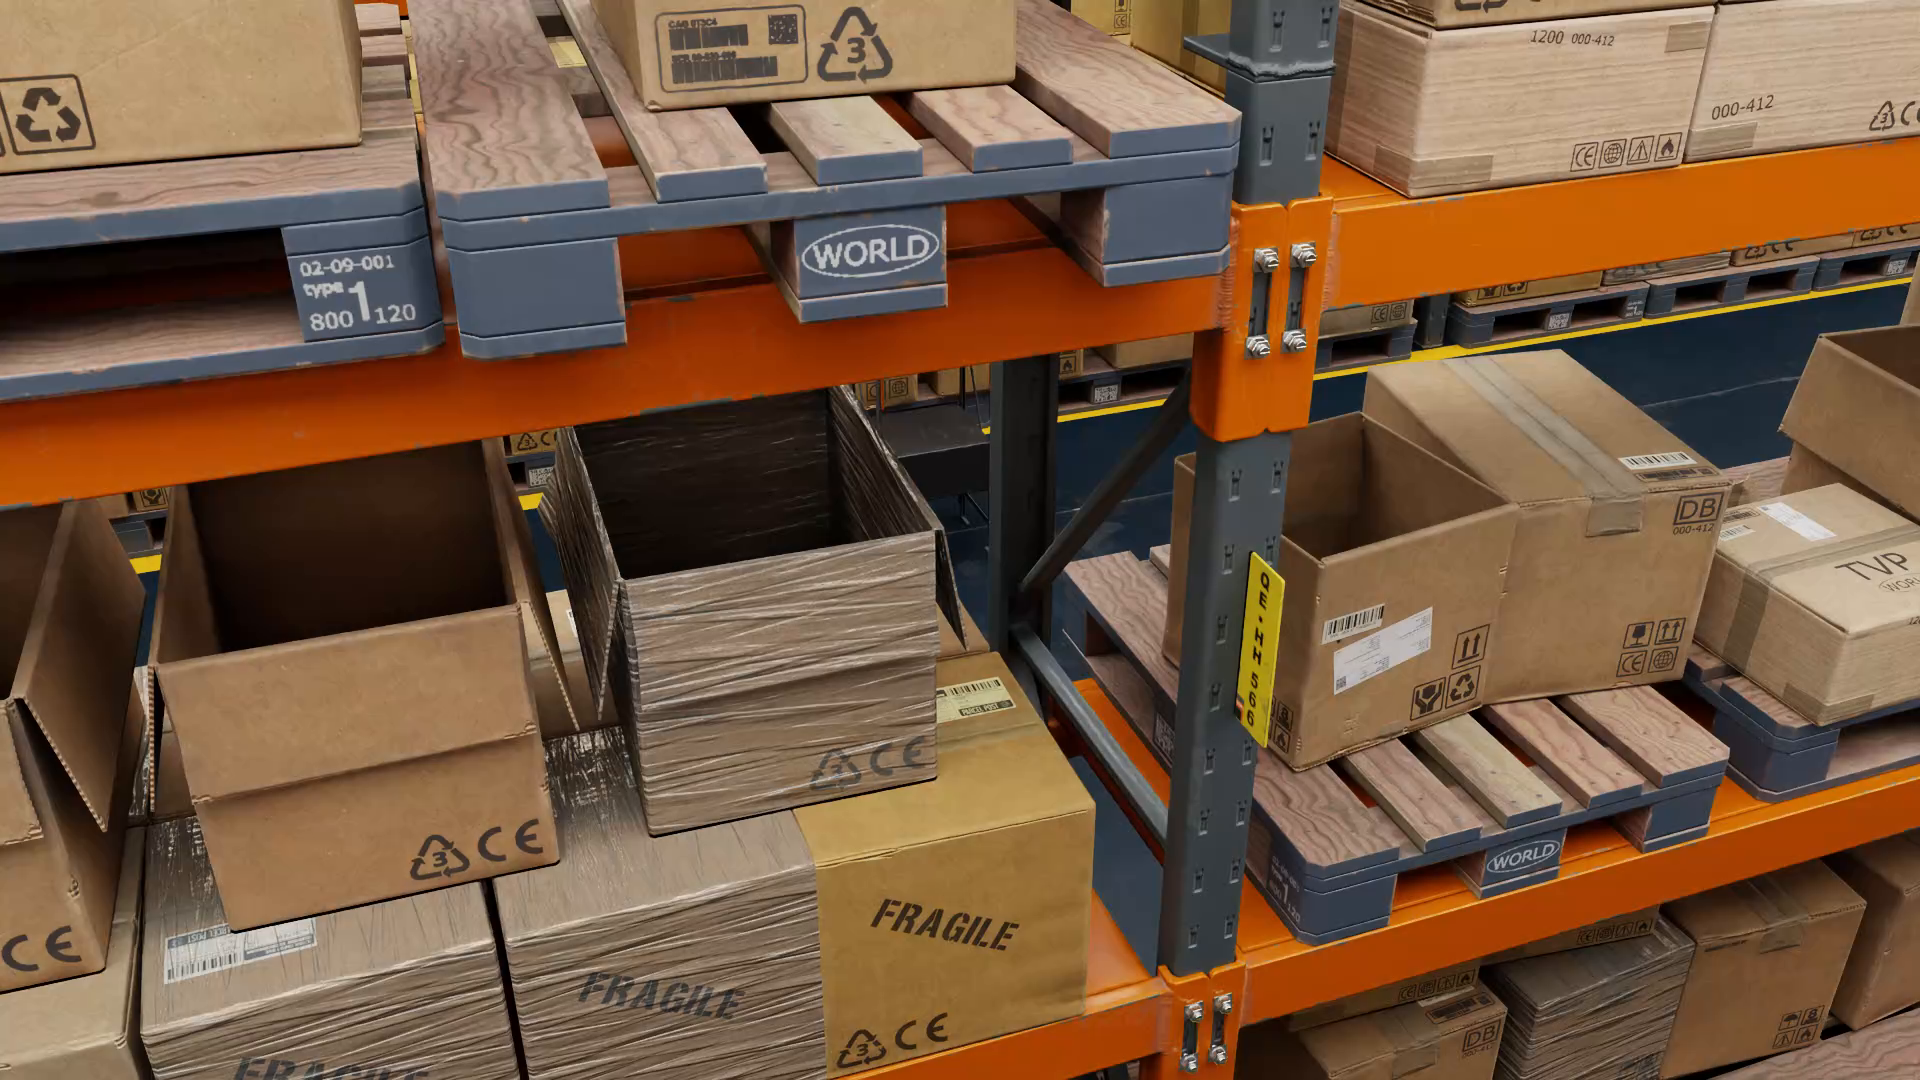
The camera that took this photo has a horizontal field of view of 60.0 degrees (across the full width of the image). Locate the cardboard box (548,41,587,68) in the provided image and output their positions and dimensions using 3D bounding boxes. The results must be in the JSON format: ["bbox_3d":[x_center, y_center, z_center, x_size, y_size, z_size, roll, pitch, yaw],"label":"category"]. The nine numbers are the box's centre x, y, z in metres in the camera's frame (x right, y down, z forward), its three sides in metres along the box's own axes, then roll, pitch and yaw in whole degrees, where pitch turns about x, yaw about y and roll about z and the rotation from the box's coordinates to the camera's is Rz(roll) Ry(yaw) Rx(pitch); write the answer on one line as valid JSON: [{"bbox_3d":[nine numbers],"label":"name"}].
[{"bbox_3d":[-1.640,-1.924,6.825,0.250,0.149,0.380,-12,32,-20],"label":"cardboard box"}]

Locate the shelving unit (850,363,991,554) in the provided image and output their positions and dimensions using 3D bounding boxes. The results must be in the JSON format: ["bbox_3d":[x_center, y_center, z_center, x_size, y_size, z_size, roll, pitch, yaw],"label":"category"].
[{"bbox_3d":[-0.155,-0.884,6.680,0.503,2.100,0.431,-10,31,-18],"label":"shelving unit"}]

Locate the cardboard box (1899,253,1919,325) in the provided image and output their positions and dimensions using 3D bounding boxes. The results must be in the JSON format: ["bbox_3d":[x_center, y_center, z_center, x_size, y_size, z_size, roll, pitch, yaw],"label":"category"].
[{"bbox_3d":[3.249,-0.632,4.299,1.000,1.000,1.000,-10,31,-17],"label":"cardboard box"}]

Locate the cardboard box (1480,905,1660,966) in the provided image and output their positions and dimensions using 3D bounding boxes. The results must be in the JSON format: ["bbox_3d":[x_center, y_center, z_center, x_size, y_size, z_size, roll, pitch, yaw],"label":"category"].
[{"bbox_3d":[1.405,0.773,4.187,0.500,0.250,0.500,-7,30,-12],"label":"cardboard box"}]

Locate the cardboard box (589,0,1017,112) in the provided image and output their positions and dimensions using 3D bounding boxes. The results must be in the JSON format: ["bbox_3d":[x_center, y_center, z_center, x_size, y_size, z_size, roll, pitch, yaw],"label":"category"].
[{"bbox_3d":[-0.253,-0.962,2.351,0.637,0.503,0.797,-9,31,-15],"label":"cardboard box"}]

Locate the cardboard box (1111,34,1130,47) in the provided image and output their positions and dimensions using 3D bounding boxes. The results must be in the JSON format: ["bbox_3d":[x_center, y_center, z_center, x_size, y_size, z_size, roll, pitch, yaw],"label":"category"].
[{"bbox_3d":[0.590,-2.146,7.885,0.500,0.500,0.500,-11,31,-18],"label":"cardboard box"}]

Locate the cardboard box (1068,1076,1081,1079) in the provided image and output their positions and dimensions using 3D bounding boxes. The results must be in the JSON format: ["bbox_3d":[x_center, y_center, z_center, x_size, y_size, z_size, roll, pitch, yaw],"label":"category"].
[{"bbox_3d":[-0.360,1.280,3.696,0.875,0.875,1.225,-12,32,-20],"label":"cardboard box"}]

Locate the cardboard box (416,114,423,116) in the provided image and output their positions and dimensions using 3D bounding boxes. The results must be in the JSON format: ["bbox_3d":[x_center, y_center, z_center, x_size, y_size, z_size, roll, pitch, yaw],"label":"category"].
[{"bbox_3d":[-2.140,-1.702,6.736,0.250,0.149,0.380,-10,31,-16],"label":"cardboard box"}]

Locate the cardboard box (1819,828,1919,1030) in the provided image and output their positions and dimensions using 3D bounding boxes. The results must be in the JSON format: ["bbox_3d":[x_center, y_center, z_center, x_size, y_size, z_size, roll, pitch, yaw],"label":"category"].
[{"bbox_3d":[2.482,0.900,4.720,0.500,0.500,0.700,-13,32,-22],"label":"cardboard box"}]

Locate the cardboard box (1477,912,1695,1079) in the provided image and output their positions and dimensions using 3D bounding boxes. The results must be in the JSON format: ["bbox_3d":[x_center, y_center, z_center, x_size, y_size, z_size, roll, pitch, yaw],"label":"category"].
[{"bbox_3d":[1.430,1.098,4.374,0.500,0.500,0.700,-13,32,-22],"label":"cardboard box"}]

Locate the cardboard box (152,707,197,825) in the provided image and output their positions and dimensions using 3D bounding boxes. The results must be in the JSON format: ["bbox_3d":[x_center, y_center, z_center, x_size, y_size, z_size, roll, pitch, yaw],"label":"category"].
[{"bbox_3d":[-1.218,0.524,3.199,0.500,0.500,0.500,-11,31,-19],"label":"cardboard box"}]

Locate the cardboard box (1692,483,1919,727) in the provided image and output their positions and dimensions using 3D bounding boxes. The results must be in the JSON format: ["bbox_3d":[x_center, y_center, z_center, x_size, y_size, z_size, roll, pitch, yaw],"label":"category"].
[{"bbox_3d":[1.945,0.130,3.720,0.500,0.250,0.500,-11,32,-19],"label":"cardboard box"}]

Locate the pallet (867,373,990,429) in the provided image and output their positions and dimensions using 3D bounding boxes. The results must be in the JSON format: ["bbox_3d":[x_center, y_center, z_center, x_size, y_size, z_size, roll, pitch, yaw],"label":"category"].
[{"bbox_3d":[-0.576,-0.779,8.404,1.213,0.211,1.003,-10,31,-18],"label":"pallet"}]

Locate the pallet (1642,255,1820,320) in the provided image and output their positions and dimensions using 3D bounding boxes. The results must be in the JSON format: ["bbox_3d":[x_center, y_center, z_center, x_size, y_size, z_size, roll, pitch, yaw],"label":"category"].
[{"bbox_3d":[4.293,-1.675,9.978,1.213,0.211,1.003,-10,31,-18],"label":"pallet"}]

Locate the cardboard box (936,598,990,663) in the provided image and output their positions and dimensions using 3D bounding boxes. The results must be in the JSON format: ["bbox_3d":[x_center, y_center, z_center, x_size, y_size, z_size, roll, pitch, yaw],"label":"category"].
[{"bbox_3d":[-0.257,0.344,3.516,0.500,0.500,0.500,-10,31,-16],"label":"cardboard box"}]

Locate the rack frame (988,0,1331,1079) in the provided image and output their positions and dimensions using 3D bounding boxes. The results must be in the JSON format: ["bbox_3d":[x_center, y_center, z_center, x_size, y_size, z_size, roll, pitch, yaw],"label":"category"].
[{"bbox_3d":[0.294,0.429,3.466,0.127,3.000,1.000,-10,31,-18],"label":"rack frame"}]

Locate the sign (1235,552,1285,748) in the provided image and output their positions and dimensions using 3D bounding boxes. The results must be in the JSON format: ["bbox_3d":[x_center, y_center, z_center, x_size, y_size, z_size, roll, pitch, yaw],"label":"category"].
[{"bbox_3d":[0.491,0.183,2.728,0.005,0.325,0.100,-10,31,-18],"label":"sign"}]

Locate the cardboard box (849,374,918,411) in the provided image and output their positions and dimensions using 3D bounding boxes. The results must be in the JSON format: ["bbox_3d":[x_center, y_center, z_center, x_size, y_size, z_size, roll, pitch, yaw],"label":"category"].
[{"bbox_3d":[-0.739,-1.158,8.100,0.750,0.750,1.050,-11,31,-18],"label":"cardboard box"}]

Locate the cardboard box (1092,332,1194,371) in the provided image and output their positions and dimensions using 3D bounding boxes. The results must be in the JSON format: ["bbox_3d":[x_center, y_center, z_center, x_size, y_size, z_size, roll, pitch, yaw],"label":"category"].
[{"bbox_3d":[0.952,-1.471,8.650,0.750,0.750,1.050,-10,31,-18],"label":"cardboard box"}]

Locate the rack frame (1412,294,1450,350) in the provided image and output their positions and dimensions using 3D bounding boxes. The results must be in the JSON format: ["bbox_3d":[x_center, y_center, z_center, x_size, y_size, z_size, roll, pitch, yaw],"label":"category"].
[{"bbox_3d":[2.408,-2.580,8.748,0.127,3.000,1.000,-10,31,-18],"label":"rack frame"}]

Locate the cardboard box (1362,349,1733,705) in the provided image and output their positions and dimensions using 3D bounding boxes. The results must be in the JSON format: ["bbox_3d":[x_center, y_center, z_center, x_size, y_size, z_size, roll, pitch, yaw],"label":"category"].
[{"bbox_3d":[1.274,-0.051,3.784,0.500,0.500,0.700,-6,30,-10],"label":"cardboard box"}]

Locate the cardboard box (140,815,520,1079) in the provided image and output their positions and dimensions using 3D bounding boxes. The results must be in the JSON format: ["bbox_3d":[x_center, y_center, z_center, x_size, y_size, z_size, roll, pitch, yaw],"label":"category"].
[{"bbox_3d":[-1.037,0.761,2.784,0.500,0.500,0.500,-11,32,-19],"label":"cardboard box"}]

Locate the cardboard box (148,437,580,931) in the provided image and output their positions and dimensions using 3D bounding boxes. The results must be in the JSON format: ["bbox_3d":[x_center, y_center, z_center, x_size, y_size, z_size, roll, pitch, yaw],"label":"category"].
[{"bbox_3d":[-1.009,0.180,2.789,0.637,0.503,0.797,-10,31,-16],"label":"cardboard box"}]

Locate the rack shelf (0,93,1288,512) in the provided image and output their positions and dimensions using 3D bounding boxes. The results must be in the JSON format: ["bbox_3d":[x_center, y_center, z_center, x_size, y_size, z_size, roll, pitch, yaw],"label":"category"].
[{"bbox_3d":[-1.581,-0.216,2.296,4.000,0.370,1.077,-10,31,-18],"label":"rack shelf"}]

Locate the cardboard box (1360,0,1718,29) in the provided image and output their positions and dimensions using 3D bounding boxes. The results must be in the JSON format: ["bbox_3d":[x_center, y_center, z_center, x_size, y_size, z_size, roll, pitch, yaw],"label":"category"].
[{"bbox_3d":[0.824,-1.096,2.508,0.500,0.500,0.500,-10,31,-17],"label":"cardboard box"}]

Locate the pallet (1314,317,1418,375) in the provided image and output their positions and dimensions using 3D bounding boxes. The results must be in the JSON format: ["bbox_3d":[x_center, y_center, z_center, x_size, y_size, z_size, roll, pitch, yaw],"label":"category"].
[{"bbox_3d":[1.711,-1.200,9.143,1.213,0.211,1.003,-10,31,-18],"label":"pallet"}]

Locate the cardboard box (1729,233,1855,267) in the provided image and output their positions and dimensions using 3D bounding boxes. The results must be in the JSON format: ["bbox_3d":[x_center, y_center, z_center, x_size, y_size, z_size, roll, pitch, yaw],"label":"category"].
[{"bbox_3d":[4.721,-2.229,9.854,0.875,0.875,0.875,-11,31,-18],"label":"cardboard box"}]

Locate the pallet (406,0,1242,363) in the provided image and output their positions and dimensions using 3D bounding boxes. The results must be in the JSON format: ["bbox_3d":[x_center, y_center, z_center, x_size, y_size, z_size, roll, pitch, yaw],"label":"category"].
[{"bbox_3d":[-0.291,-0.656,2.532,1.003,0.211,1.213,-9,31,-15],"label":"pallet"}]

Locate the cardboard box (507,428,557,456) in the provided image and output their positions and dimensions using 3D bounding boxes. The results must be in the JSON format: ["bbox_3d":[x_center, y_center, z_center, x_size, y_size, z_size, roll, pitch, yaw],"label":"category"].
[{"bbox_3d":[-1.867,-0.751,7.638,0.500,0.500,0.500,-11,31,-18],"label":"cardboard box"}]

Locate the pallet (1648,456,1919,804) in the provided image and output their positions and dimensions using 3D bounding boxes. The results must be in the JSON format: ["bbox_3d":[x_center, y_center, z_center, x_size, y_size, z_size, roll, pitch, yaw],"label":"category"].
[{"bbox_3d":[2.135,0.152,4.147,1.213,0.211,1.003,-10,31,-18],"label":"pallet"}]

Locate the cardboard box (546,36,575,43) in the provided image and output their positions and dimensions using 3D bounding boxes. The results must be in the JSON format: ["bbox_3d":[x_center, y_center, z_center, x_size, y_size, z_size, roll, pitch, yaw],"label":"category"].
[{"bbox_3d":[-1.846,-2.230,7.363,0.250,0.149,0.380,-10,31,-18],"label":"cardboard box"}]

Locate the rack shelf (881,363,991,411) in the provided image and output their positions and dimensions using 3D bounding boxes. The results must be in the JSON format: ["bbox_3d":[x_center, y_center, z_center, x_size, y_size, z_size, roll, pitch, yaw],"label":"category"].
[{"bbox_3d":[-0.155,-0.872,6.687,0.480,0.518,0.431,-10,31,-18],"label":"rack shelf"}]

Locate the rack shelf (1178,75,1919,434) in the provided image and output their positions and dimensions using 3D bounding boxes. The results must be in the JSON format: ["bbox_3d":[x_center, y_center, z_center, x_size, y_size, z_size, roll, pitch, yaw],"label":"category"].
[{"bbox_3d":[2.168,-0.907,3.508,4.000,0.370,1.077,-10,31,-18],"label":"rack shelf"}]

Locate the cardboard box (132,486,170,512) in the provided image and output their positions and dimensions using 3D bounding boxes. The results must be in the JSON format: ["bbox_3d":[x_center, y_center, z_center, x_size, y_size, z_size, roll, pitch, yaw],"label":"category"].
[{"bbox_3d":[-3.323,-0.488,7.178,0.500,0.500,0.500,-10,31,-17],"label":"cardboard box"}]

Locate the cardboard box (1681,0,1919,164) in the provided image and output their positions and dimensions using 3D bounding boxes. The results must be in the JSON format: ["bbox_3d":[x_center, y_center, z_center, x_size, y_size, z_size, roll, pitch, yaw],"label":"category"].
[{"bbox_3d":[1.304,-0.860,2.851,0.500,0.250,0.500,-10,31,-16],"label":"cardboard box"}]

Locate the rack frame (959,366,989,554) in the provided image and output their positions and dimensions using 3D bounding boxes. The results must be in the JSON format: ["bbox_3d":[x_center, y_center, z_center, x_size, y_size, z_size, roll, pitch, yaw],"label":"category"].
[{"bbox_3d":[0.074,-0.926,6.754,0.015,2.100,0.400,-10,31,-18],"label":"rack frame"}]

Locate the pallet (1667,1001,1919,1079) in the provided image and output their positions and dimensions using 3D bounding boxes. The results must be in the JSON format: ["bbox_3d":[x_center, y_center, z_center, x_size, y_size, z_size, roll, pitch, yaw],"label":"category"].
[{"bbox_3d":[2.168,1.298,4.758,1.213,0.211,1.003,-10,31,-18],"label":"pallet"}]

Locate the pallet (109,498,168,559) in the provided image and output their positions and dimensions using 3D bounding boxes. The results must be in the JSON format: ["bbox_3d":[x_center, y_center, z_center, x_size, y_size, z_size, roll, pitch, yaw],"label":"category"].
[{"bbox_3d":[-3.215,-0.335,7.624,1.213,0.211,1.003,-10,31,-18],"label":"pallet"}]

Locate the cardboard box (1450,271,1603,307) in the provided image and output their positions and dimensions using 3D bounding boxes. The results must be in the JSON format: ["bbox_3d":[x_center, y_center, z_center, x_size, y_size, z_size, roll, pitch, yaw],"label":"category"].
[{"bbox_3d":[3.022,-1.915,9.303,0.875,0.875,0.875,-10,31,-17],"label":"cardboard box"}]

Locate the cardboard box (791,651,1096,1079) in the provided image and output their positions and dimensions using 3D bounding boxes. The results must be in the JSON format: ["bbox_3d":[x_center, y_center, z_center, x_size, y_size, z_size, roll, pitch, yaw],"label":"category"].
[{"bbox_3d":[-0.082,0.586,3.090,0.500,0.500,0.500,-9,31,-16],"label":"cardboard box"}]
